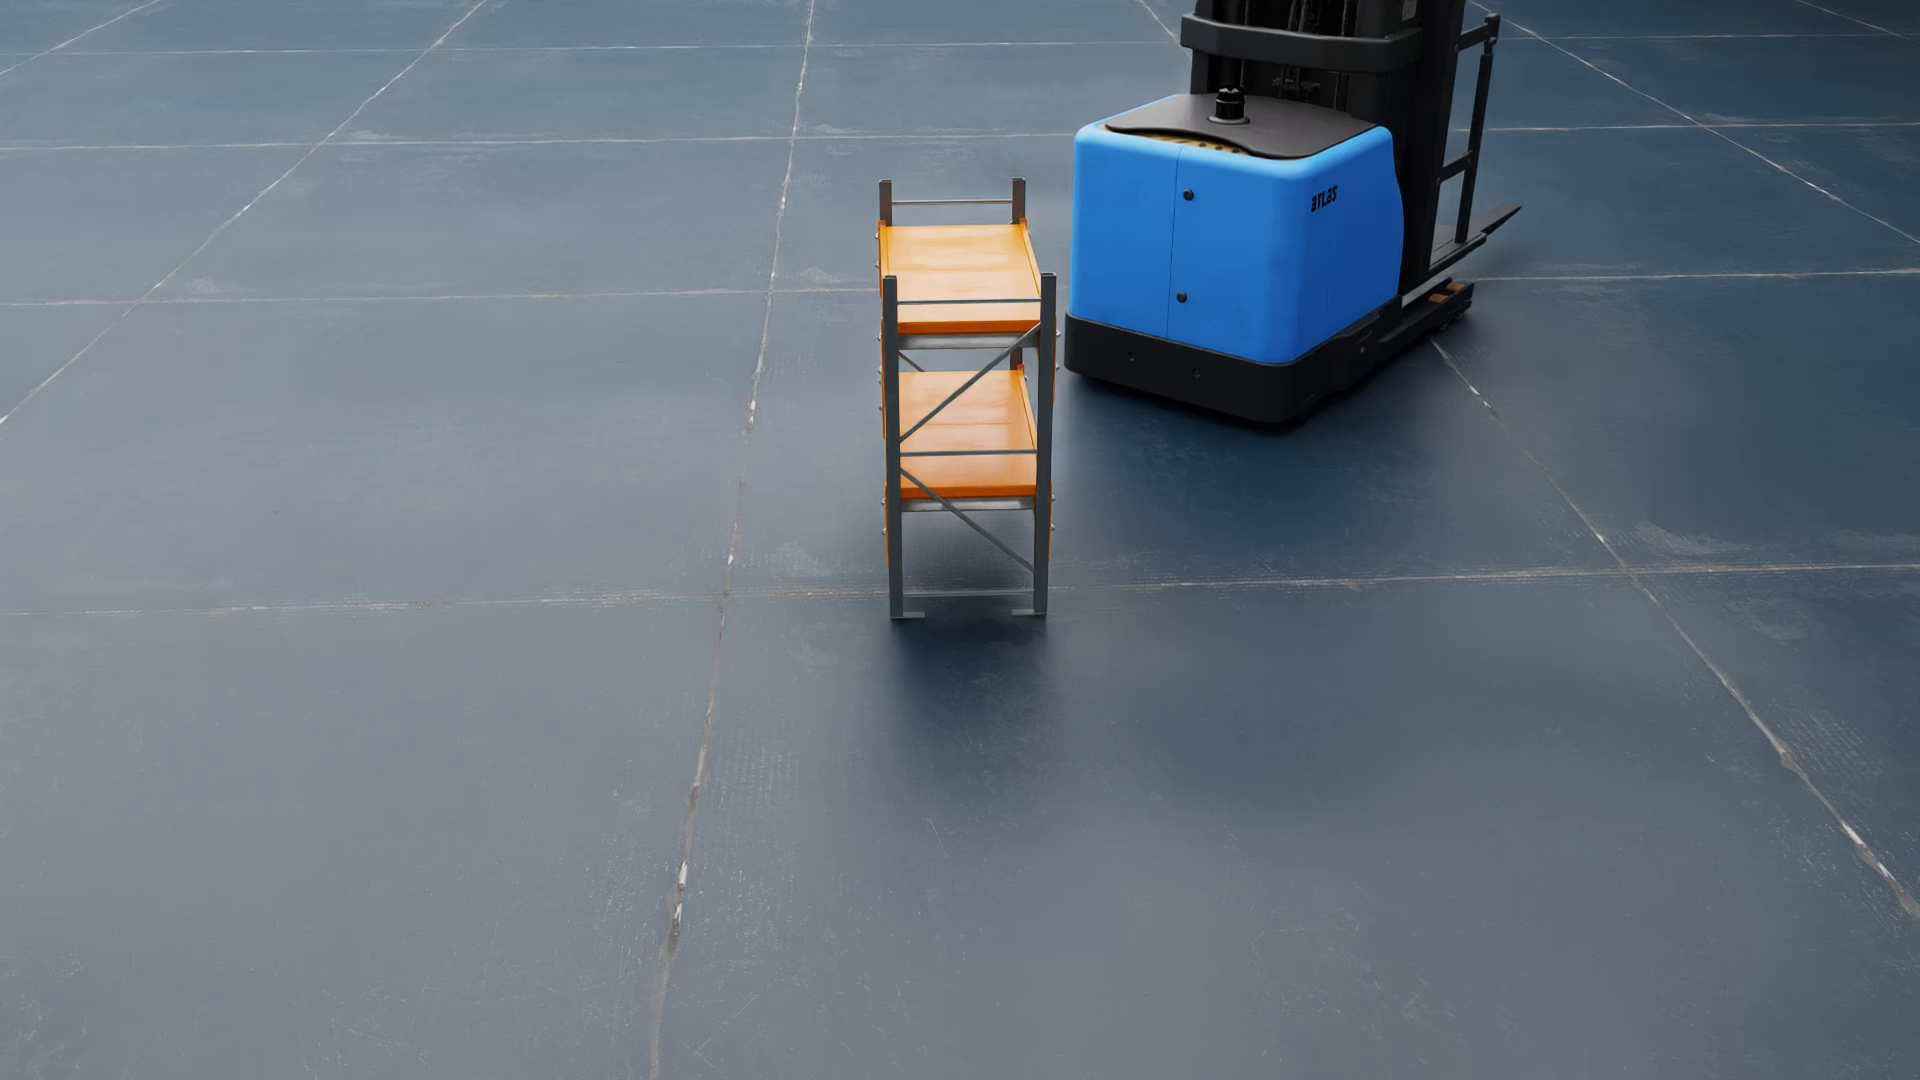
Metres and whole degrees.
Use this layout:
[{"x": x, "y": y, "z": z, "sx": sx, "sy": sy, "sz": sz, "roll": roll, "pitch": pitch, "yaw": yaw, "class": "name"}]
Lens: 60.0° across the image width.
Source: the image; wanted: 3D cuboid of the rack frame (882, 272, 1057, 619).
[{"x": 0.027, "y": -0.261, "z": 5.034, "sx": 0.500, "sy": 1.125, "sz": 0.032, "roll": -1, "pitch": 28, "yaw": -3, "class": "rack frame"}]

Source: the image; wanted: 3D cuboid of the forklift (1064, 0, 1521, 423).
[{"x": 1.726, "y": -2.376, "z": 7.136, "sx": 1.130, "sy": 2.935, "sz": 3.031, "roll": 19, "pitch": 33, "yaw": 32, "class": "forklift"}]

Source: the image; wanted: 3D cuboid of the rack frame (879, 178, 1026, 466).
[{"x": -0.026, "y": -0.730, "z": 5.934, "sx": 0.500, "sy": 1.125, "sz": 0.032, "roll": -1, "pitch": 28, "yaw": -3, "class": "rack frame"}]

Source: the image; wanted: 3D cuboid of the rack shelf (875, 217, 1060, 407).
[{"x": 0.000, "y": -0.755, "z": 5.349, "sx": 0.538, "sy": 0.278, "sz": 1.000, "roll": -1, "pitch": 28, "yaw": -3, "class": "rack shelf"}]

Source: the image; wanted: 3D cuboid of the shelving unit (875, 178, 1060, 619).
[{"x": 0.000, "y": -0.496, "z": 5.484, "sx": 0.538, "sy": 1.125, "sz": 1.048, "roll": -1, "pitch": 28, "yaw": -3, "class": "shelving unit"}]

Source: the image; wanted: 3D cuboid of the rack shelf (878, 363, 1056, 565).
[{"x": 0.000, "y": -0.279, "z": 5.597, "sx": 0.538, "sy": 0.278, "sz": 1.000, "roll": -1, "pitch": 28, "yaw": -3, "class": "rack shelf"}]
